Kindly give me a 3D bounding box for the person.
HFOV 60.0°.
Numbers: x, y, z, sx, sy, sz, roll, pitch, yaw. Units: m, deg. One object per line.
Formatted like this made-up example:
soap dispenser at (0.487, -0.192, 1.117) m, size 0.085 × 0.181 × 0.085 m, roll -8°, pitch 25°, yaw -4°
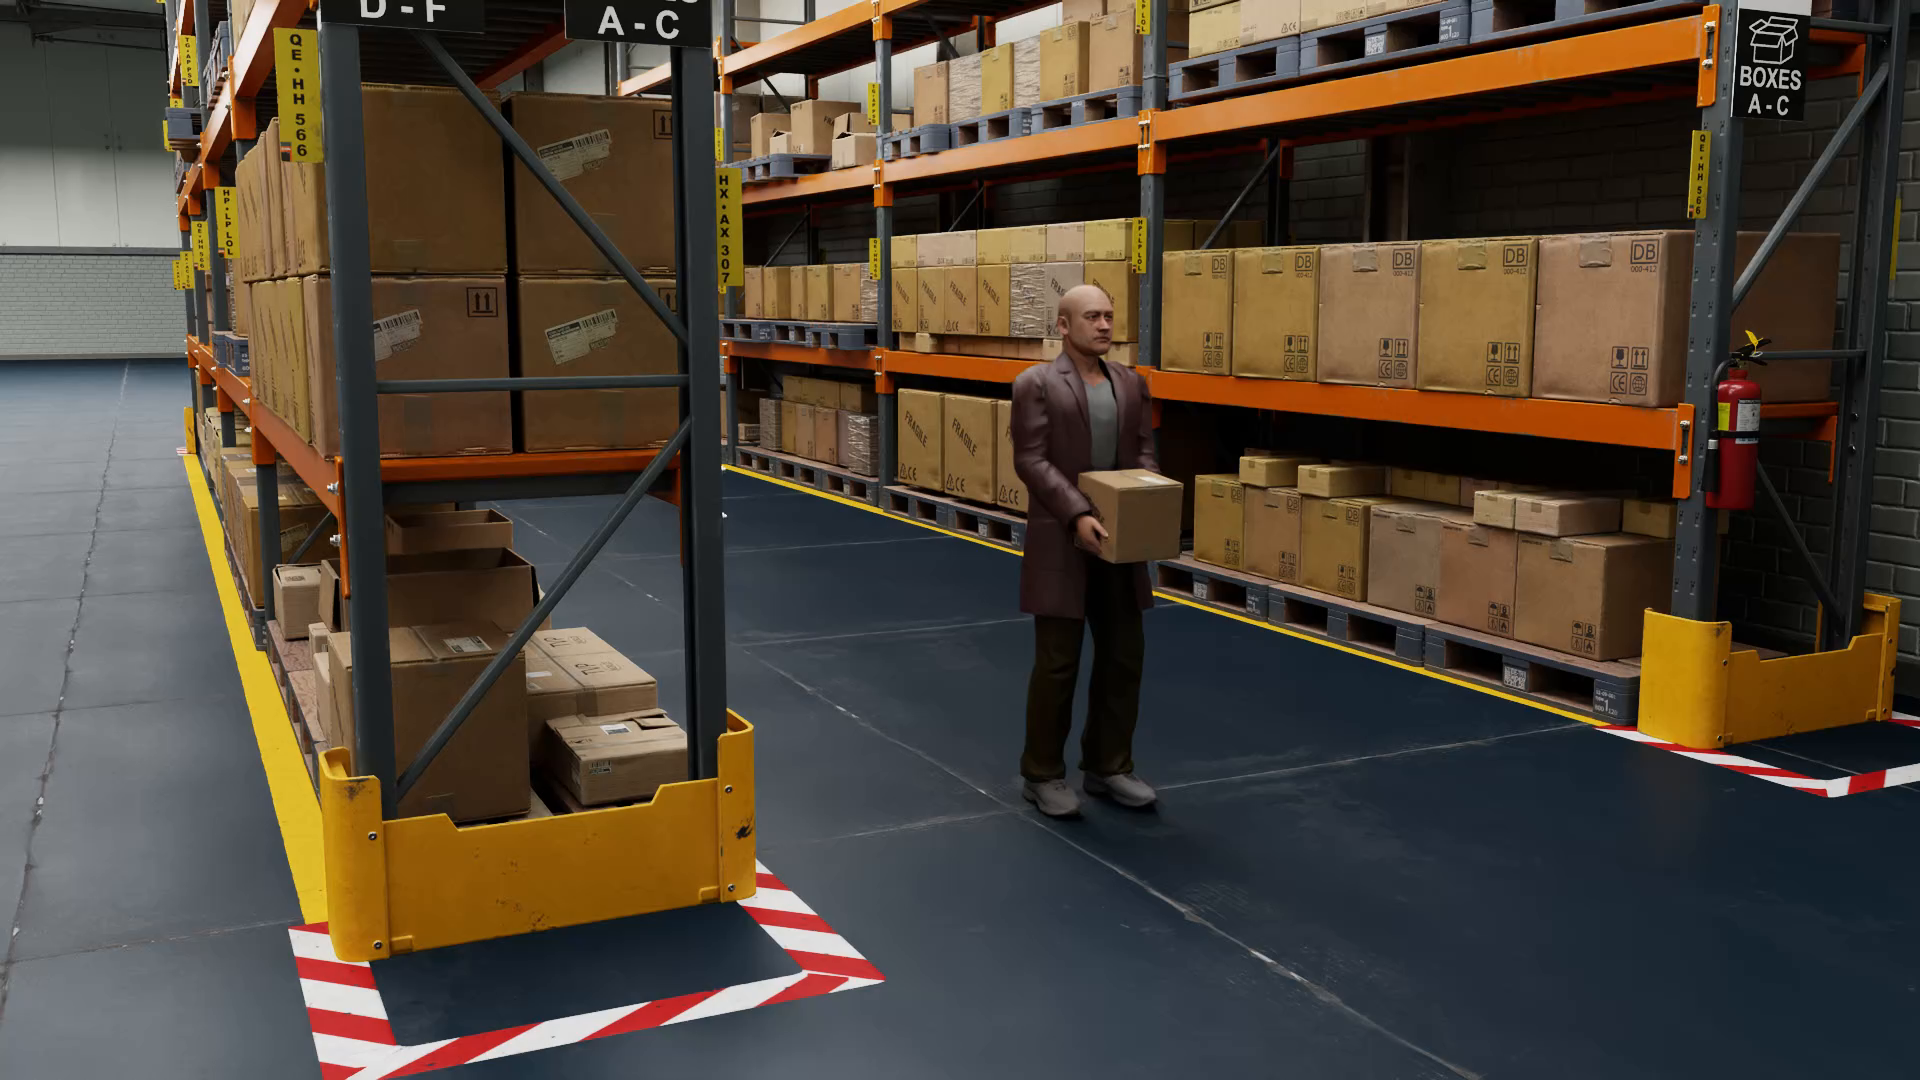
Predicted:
person at (0.473, 0.037, 5.614) m, size 0.548 × 1.780 × 0.535 m, roll -4°, pitch 9°, yaw -26°
